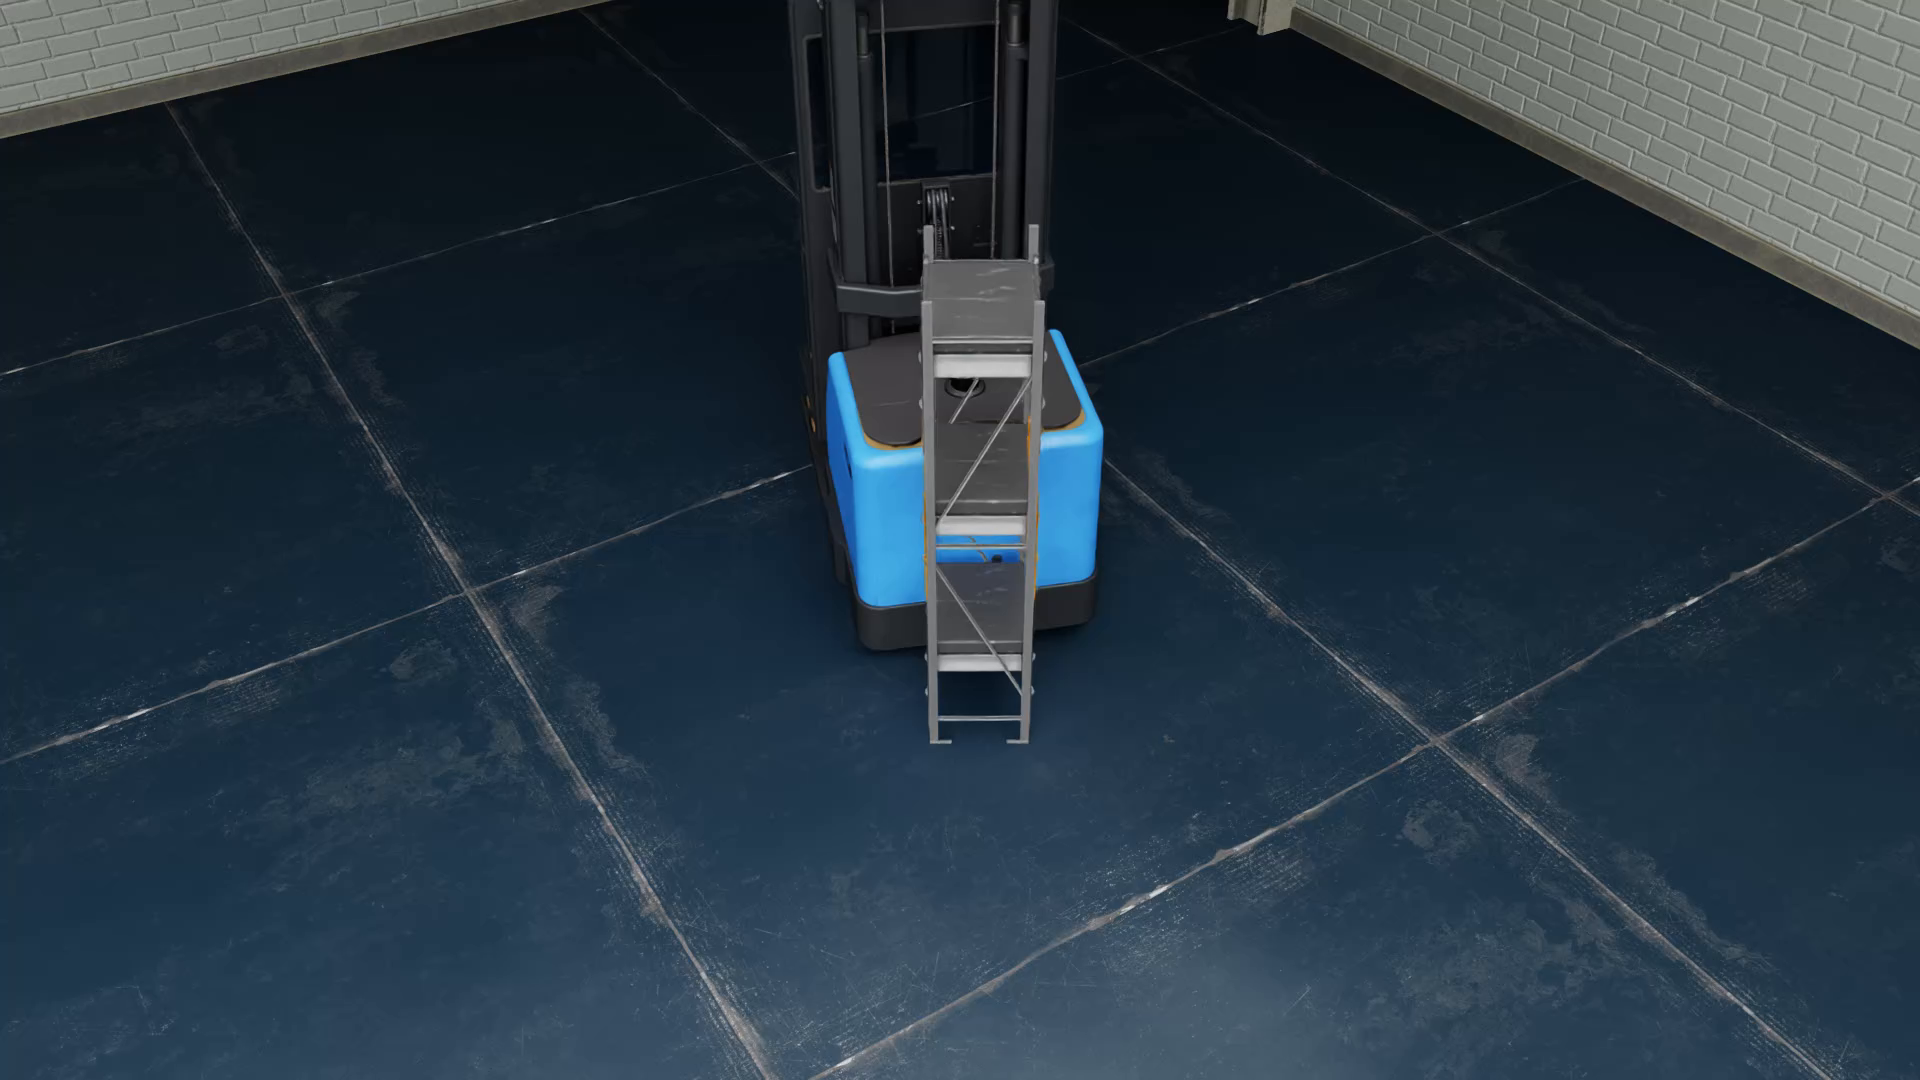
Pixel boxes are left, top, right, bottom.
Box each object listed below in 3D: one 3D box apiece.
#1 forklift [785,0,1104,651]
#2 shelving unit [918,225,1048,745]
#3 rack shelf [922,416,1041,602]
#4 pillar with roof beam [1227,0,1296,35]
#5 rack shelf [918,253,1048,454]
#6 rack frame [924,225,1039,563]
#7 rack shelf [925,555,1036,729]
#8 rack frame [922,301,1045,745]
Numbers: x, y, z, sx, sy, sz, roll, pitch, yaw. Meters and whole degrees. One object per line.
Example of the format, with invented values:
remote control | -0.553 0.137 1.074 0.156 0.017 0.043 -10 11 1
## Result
forklift | -0.195 -1.603 7.384 1.130 2.935 3.031 -7 40 -8
shelving unit | 0.076 -0.132 6.262 0.431 2.100 0.503 0 41 0
rack shelf | 0.076 -0.121 6.271 0.431 0.518 0.480 0 41 0
pillar with roof beam | -1.399 -5.832 7.719 9.100 9.000 0.400 -22 45 -24
rack shelf | 0.075 -0.653 5.816 0.431 0.518 0.480 0 41 0
rack frame | 0.075 -0.290 6.448 0.400 2.100 0.015 0 41 0
rack shelf | 0.077 0.411 6.726 0.431 0.518 0.480 0 41 0
rack frame | 0.077 0.027 6.077 0.400 2.100 0.015 0 41 0
